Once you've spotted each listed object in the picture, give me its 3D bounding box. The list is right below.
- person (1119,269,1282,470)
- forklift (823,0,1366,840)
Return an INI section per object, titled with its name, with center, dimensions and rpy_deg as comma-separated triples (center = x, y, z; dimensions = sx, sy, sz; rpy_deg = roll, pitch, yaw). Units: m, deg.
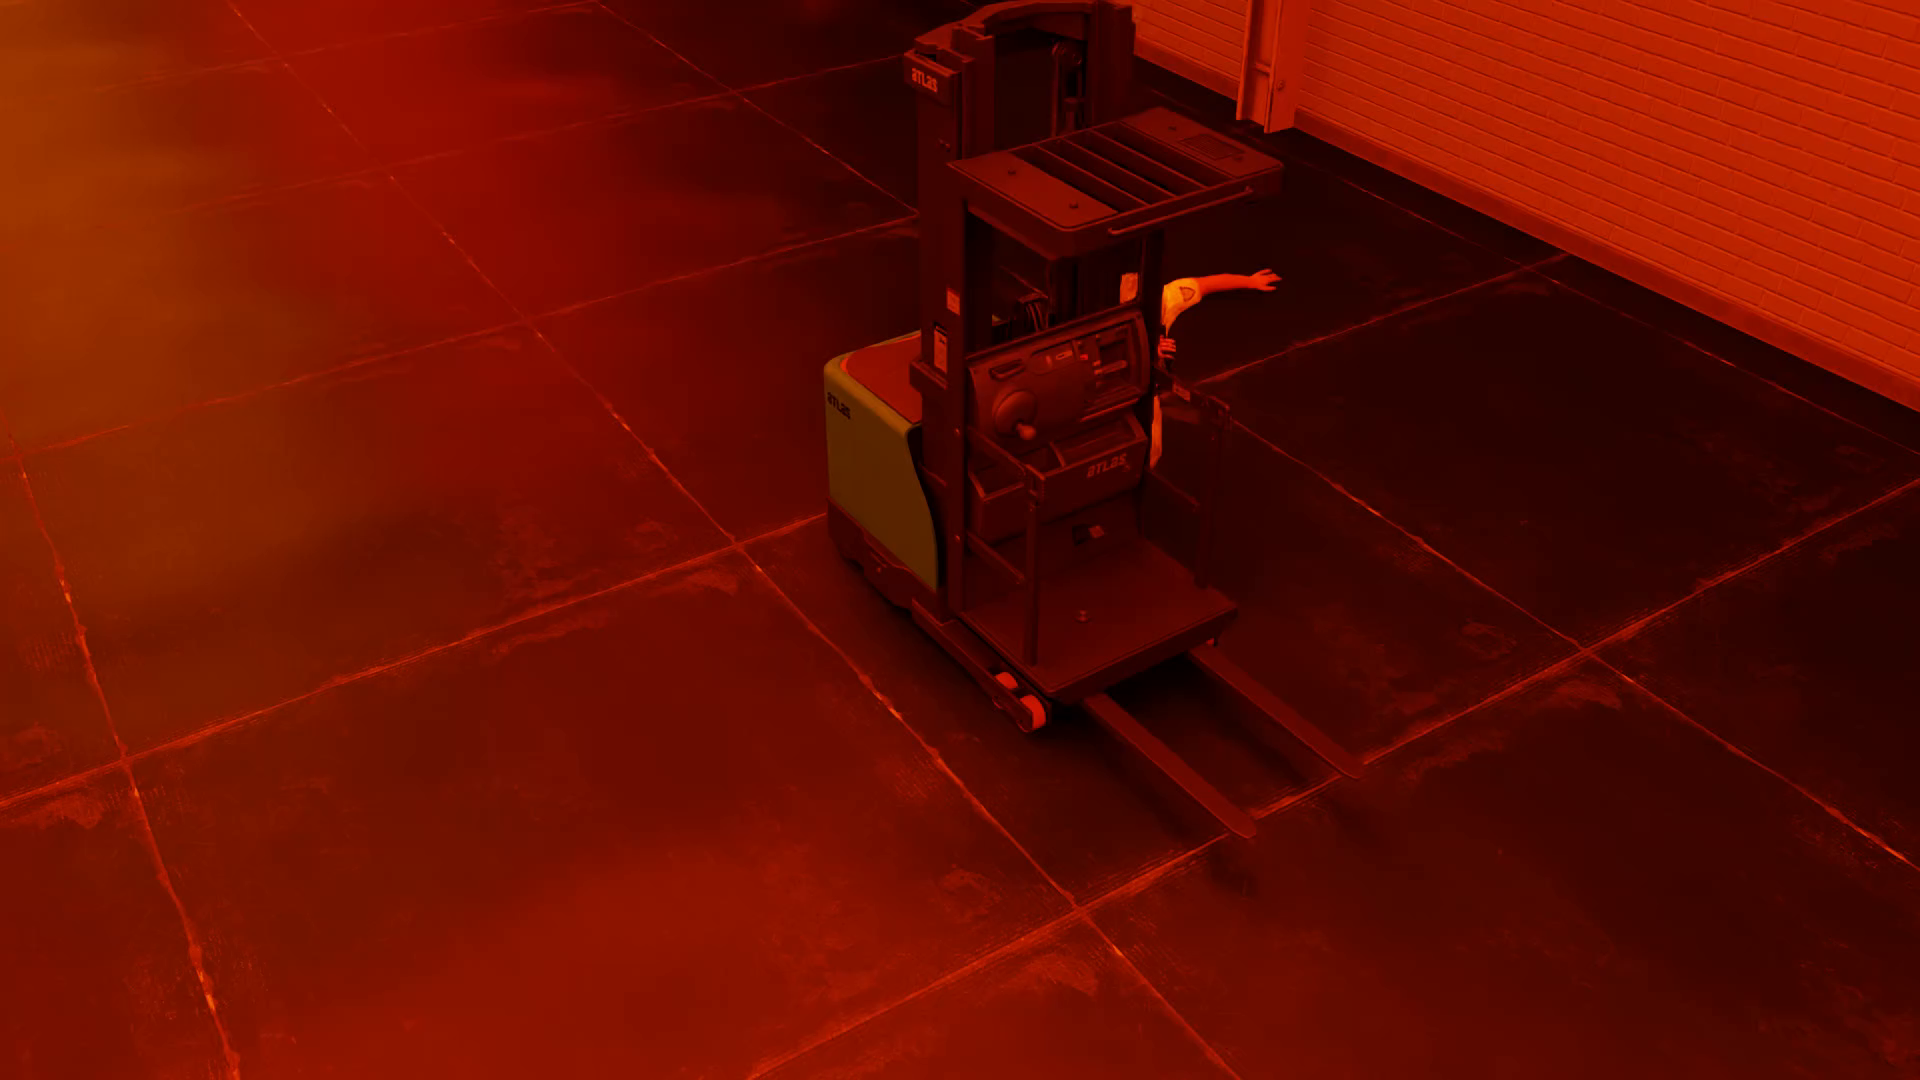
[person]
center = 0.986, -0.754, 8.575
dimensions = 1.415, 1.442, 0.741
rpy_deg = -4, 35, -6
[forklift]
center = 0.564, -0.652, 7.076
dimensions = 1.130, 2.935, 3.031
rpy_deg = -21, 40, -28
